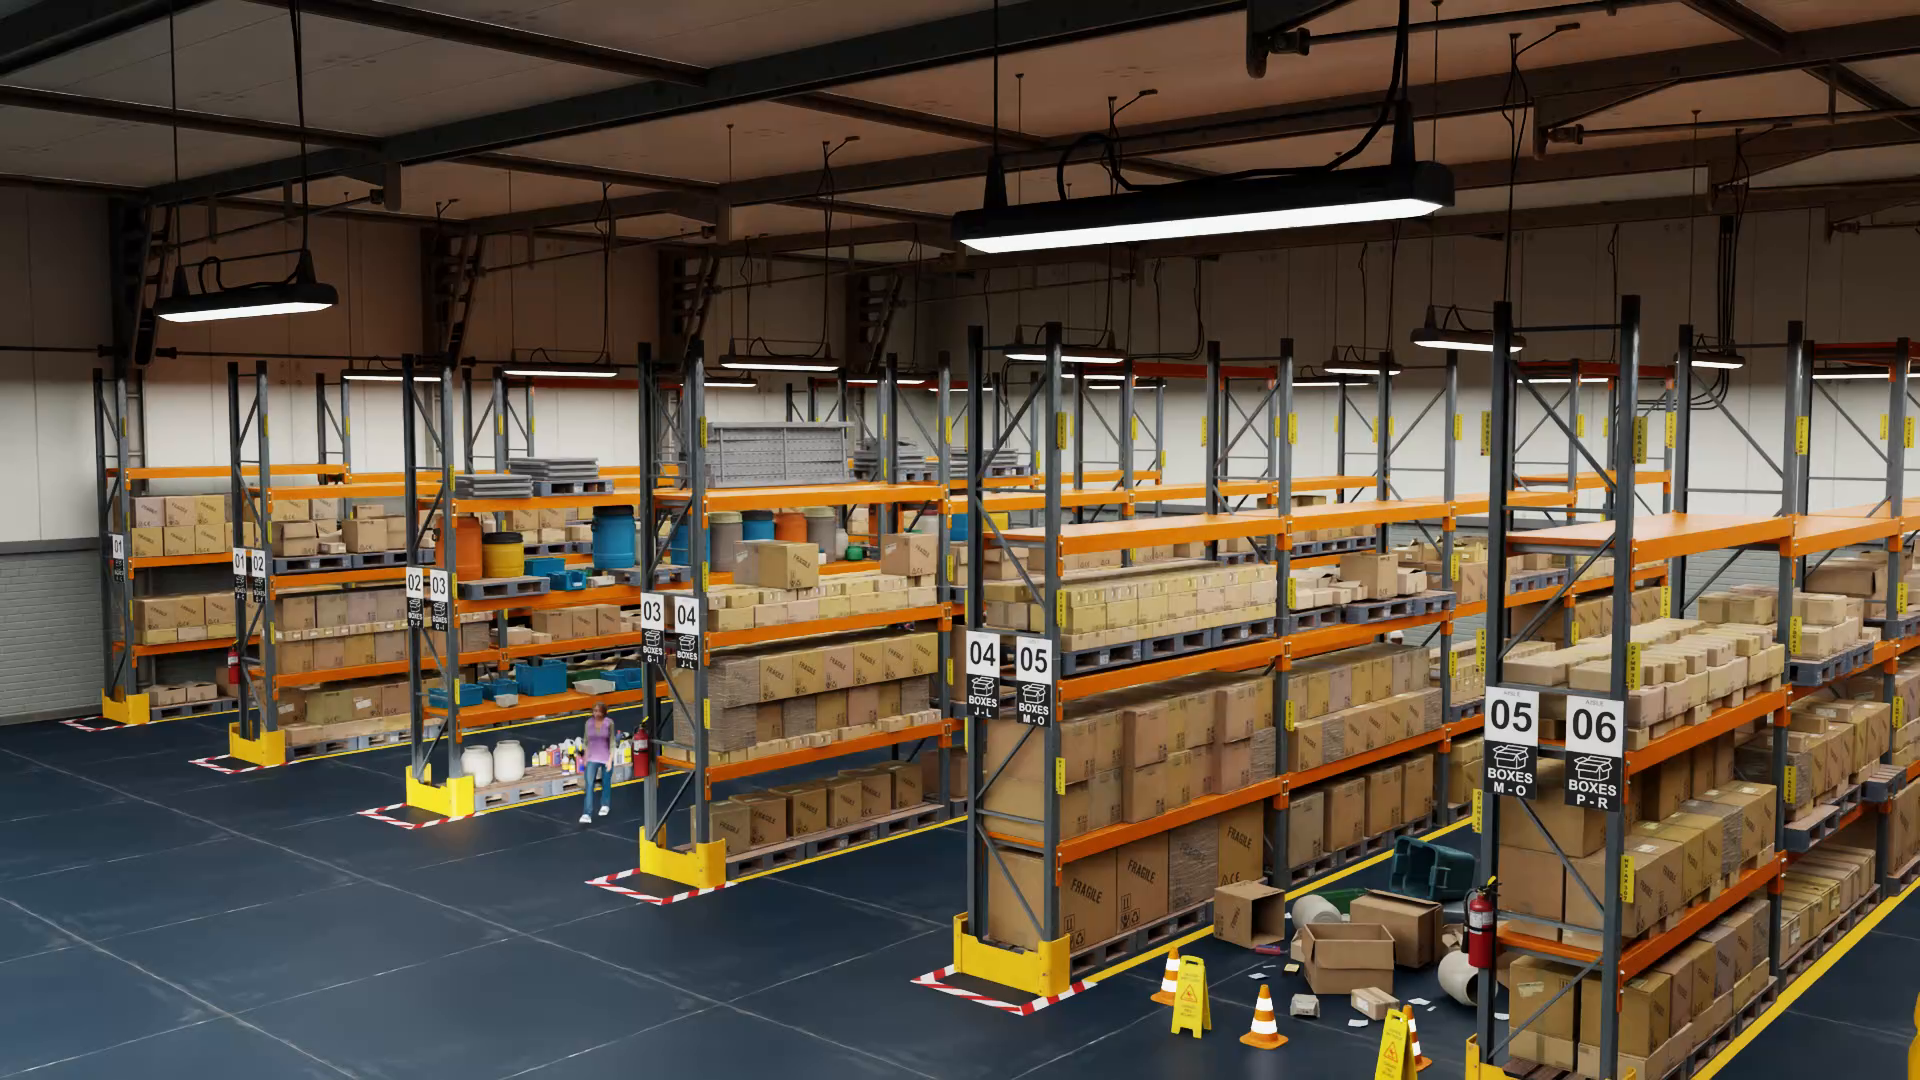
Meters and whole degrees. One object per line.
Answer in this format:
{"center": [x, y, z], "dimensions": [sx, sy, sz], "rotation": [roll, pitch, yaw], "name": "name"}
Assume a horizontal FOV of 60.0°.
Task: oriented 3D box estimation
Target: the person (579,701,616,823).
{"center": [-4.610, 2.813, 21.172], "dimensions": [0.458, 1.540, 0.989], "rotation": [-1, 4, -11], "name": "person"}

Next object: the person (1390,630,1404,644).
{"center": [7.006, 2.320, 26.789], "dimensions": [0.493, 1.766, 0.598], "rotation": [-3, 5, -34], "name": "person"}
